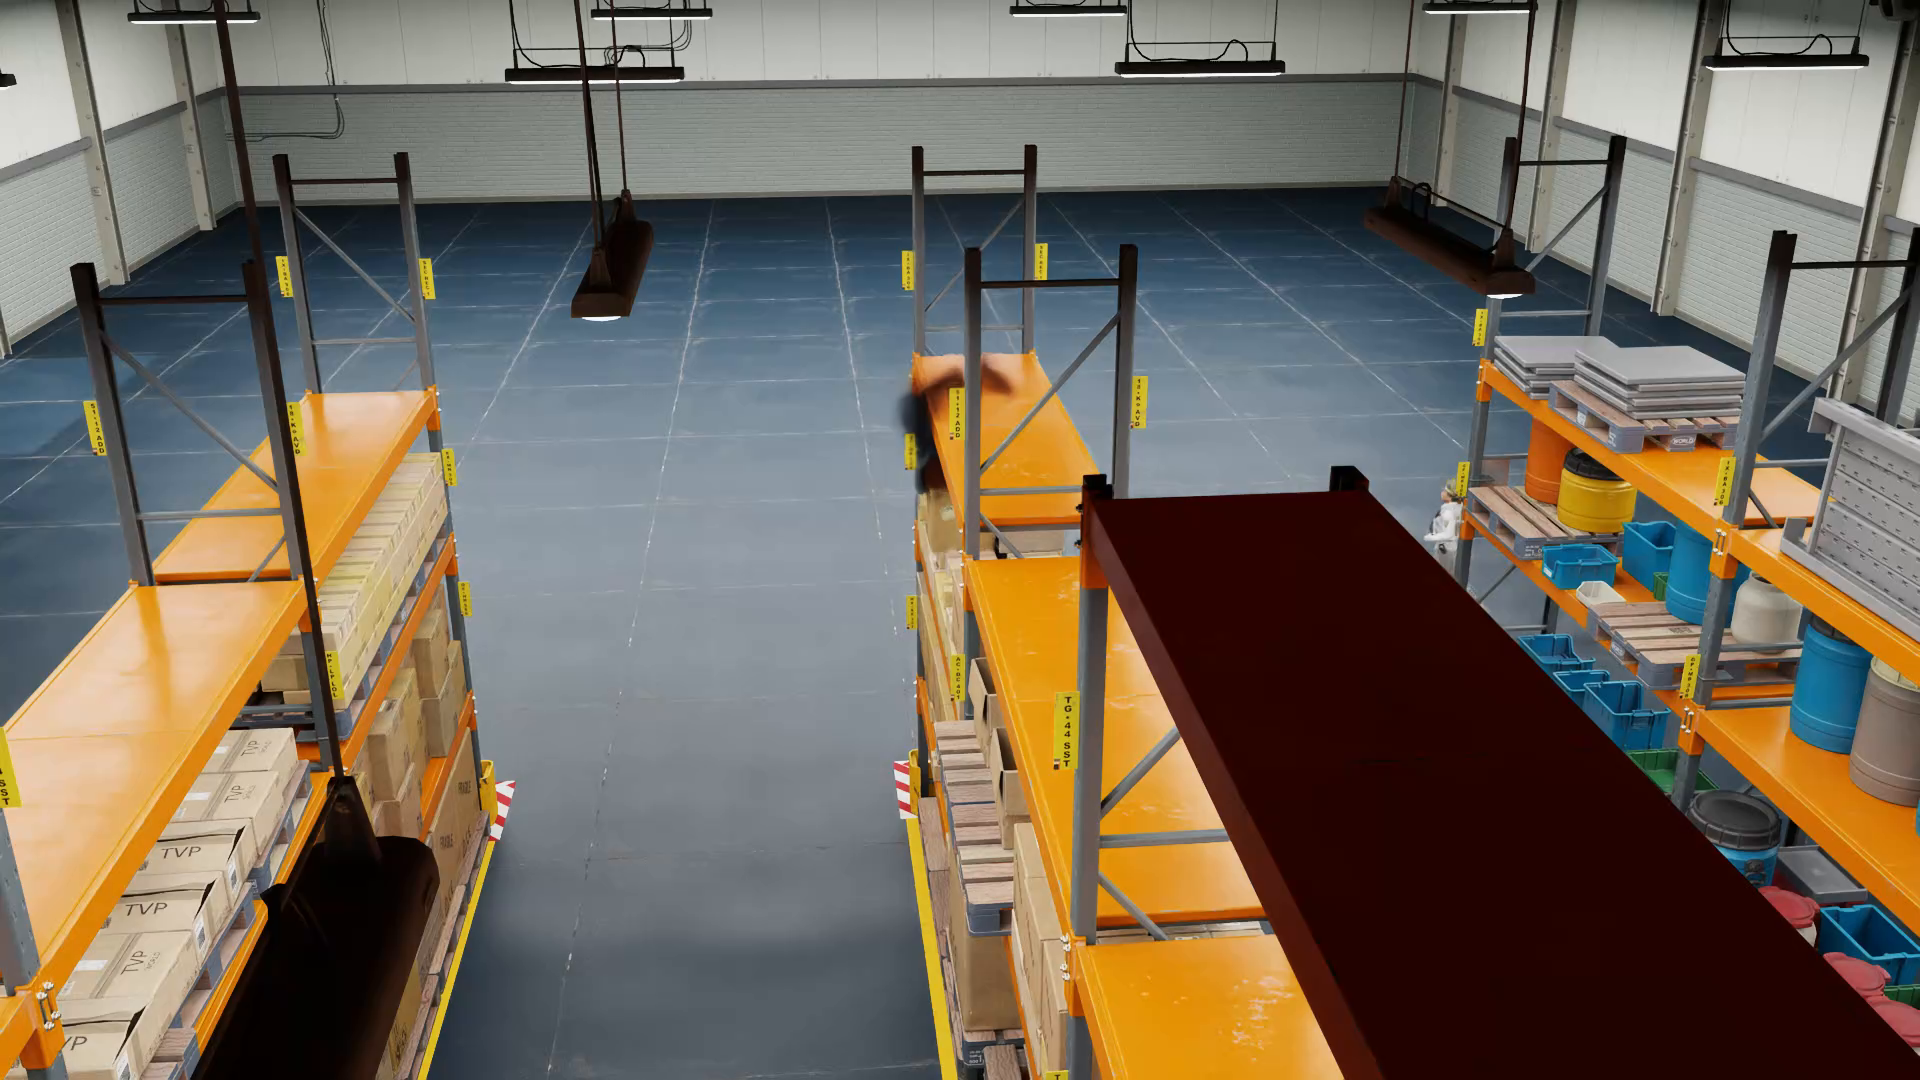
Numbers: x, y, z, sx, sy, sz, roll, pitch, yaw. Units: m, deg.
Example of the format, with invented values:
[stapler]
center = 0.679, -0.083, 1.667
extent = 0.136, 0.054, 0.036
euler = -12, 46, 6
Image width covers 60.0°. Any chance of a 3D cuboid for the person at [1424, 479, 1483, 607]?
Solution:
[person]
center = 5.588, 0.137, 18.934
extent = 0.860, 1.694, 0.610
euler = 11, 24, 25
